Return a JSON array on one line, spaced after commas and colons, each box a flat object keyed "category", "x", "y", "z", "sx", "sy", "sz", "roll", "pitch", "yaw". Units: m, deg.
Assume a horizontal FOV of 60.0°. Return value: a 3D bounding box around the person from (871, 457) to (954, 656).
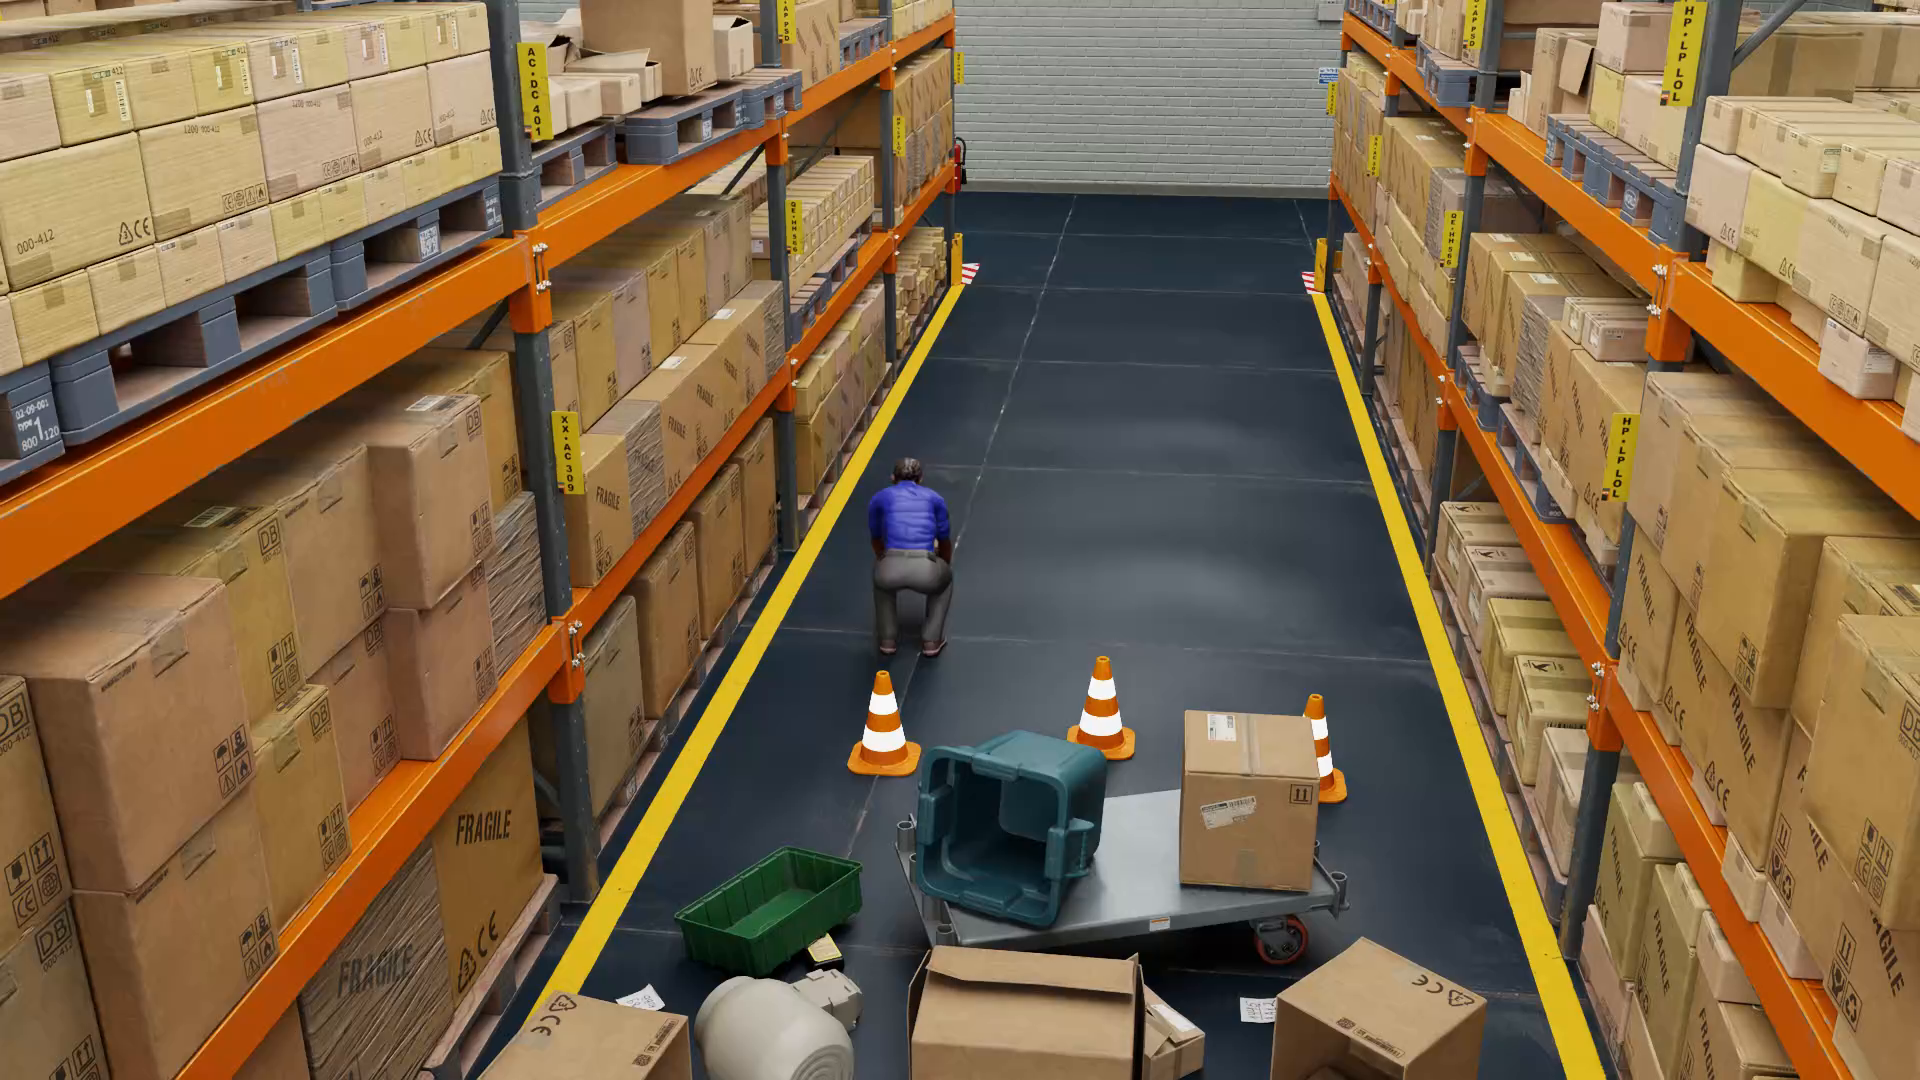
[{"category": "person", "x": -0.285, "y": 0.098, "z": 9.272, "sx": 0.488, "sy": 0.988, "sz": 0.796, "roll": 2, "pitch": 21, "yaw": 6}]
